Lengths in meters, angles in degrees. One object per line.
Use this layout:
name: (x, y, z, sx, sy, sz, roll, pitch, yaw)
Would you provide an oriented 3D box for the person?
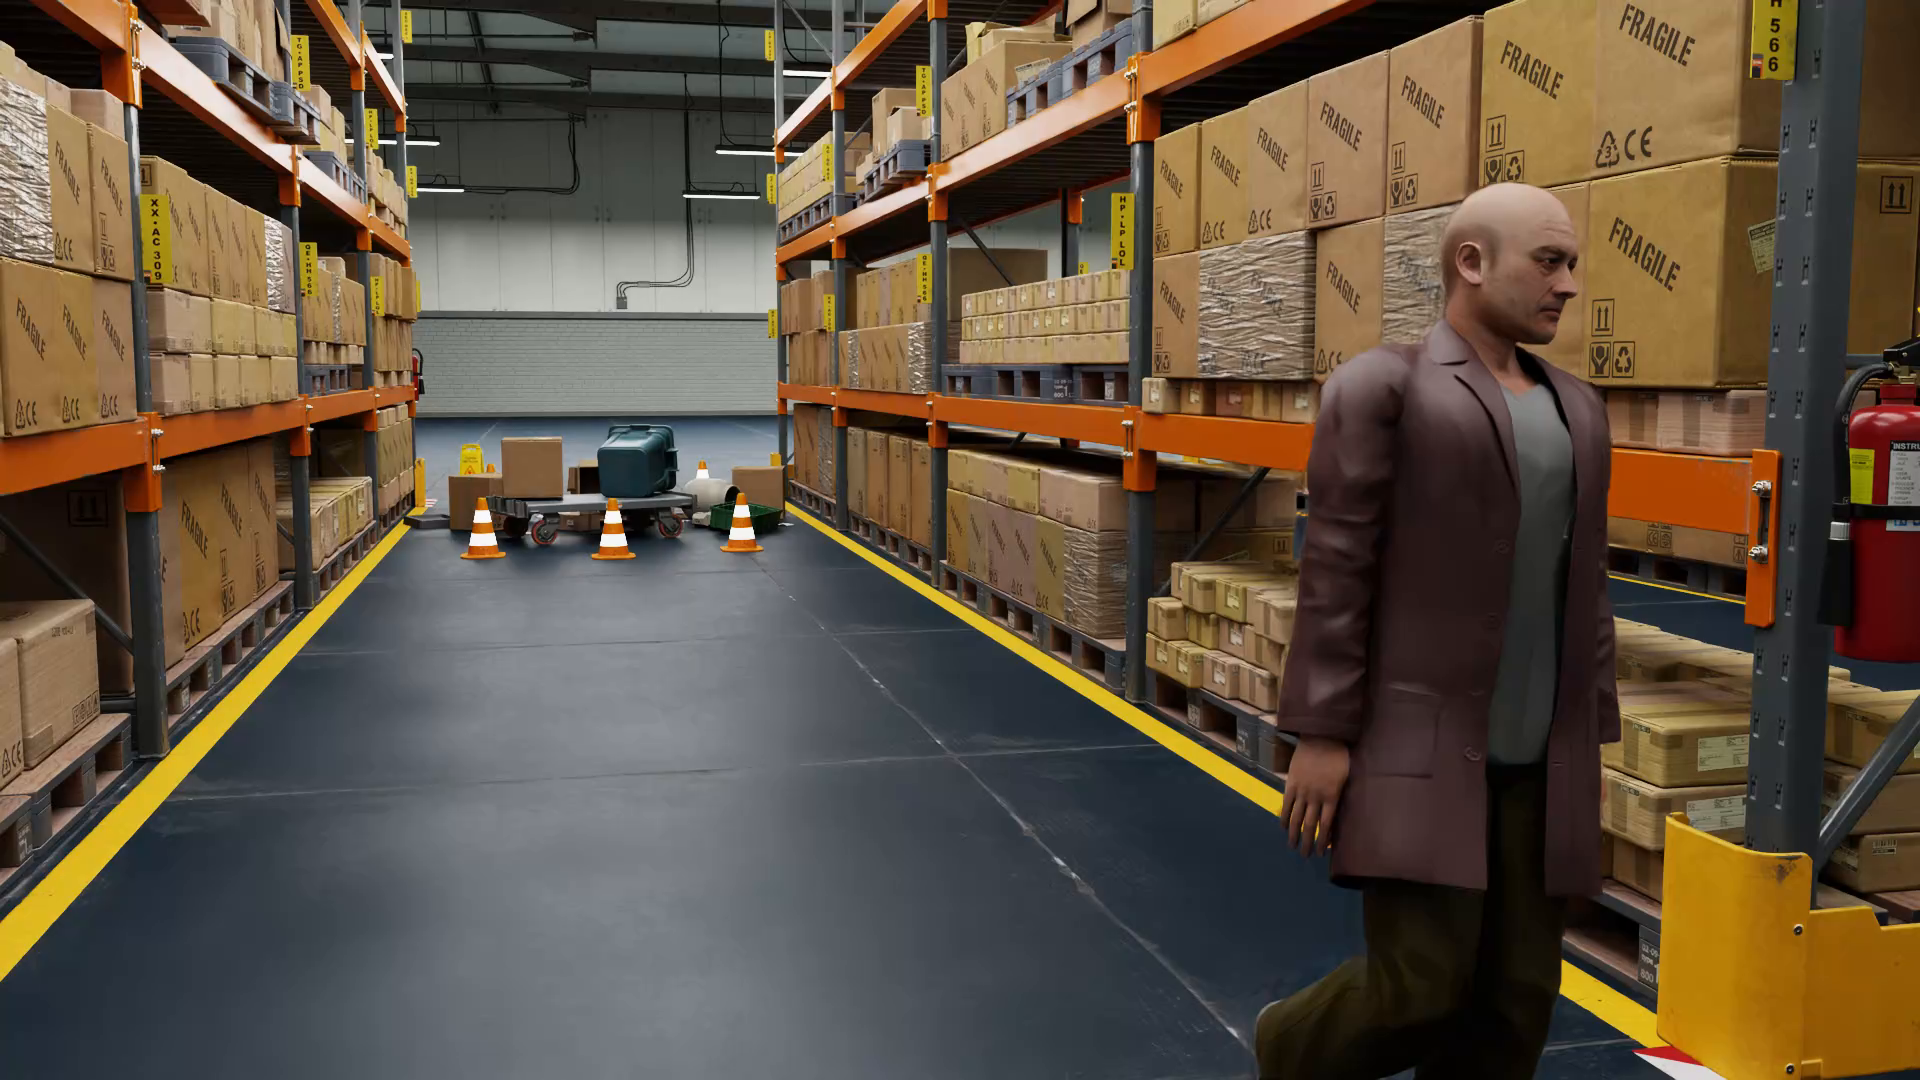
person: (0.780, 0.417, 2.652, 0.627, 1.559, 0.637, -2, 6, -19)
